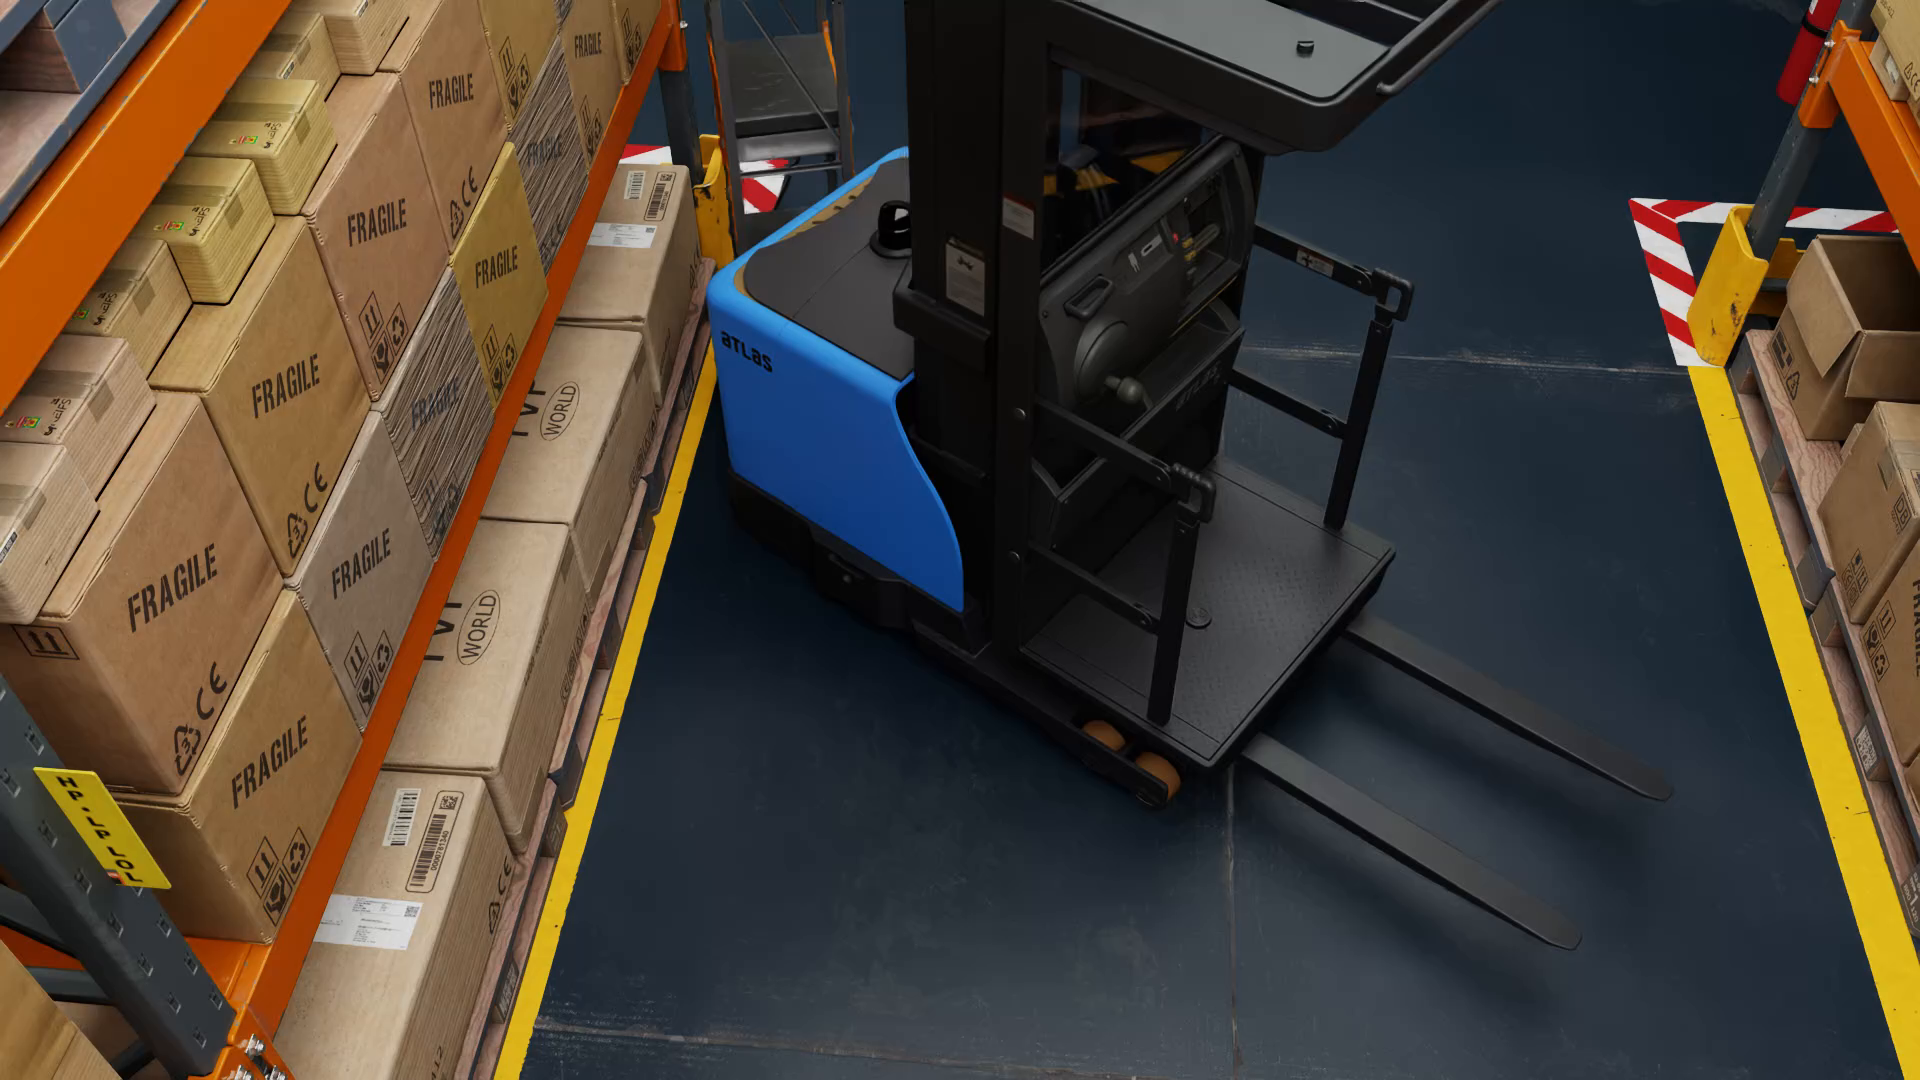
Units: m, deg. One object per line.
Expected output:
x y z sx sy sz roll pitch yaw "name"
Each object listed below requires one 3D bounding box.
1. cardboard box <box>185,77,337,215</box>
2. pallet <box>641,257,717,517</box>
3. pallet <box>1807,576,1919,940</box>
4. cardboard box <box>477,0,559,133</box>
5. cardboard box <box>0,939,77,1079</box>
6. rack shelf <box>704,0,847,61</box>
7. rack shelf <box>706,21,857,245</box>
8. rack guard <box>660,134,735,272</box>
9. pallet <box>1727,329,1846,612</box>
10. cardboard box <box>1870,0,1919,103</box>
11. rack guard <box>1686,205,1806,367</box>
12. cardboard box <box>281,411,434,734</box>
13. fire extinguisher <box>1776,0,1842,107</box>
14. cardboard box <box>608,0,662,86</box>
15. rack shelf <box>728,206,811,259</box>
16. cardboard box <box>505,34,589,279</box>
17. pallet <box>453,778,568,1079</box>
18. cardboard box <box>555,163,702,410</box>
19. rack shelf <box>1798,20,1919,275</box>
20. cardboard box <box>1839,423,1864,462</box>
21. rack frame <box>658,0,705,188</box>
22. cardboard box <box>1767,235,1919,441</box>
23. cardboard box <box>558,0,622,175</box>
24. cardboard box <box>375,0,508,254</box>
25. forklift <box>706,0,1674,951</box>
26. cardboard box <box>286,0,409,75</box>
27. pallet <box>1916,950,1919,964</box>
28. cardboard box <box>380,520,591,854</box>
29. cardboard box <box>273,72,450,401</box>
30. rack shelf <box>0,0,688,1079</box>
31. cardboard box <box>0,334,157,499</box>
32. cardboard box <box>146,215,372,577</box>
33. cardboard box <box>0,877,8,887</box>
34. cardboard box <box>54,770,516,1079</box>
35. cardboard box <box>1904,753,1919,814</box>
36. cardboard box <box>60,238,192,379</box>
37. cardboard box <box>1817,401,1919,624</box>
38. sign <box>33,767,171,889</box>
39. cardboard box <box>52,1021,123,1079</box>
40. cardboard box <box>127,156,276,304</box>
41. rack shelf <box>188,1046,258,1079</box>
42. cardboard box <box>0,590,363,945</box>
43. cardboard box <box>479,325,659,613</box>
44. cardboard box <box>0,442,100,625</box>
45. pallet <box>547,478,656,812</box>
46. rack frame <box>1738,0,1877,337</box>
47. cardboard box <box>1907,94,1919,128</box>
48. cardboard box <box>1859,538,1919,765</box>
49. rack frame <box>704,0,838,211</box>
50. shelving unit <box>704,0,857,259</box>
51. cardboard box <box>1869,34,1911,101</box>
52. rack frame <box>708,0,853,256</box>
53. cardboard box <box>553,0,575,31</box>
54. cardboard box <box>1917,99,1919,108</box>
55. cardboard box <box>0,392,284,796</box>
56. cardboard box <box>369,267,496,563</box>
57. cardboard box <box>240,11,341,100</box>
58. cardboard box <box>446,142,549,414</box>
-1.455 -0.772 3.238 0.380 0.149 0.250 3 48 2 "cardboard box"
-1.498 -0.621 6.175 1.003 0.211 1.213 4 48 4 "pallet"
3.248 0.654 5.009 1.003 0.211 1.213 4 48 4 "pallet"
-1.376 -1.406 4.258 0.500 0.500 0.500 4 48 3 "cardboard box"
-1.658 0.759 2.278 0.500 0.500 0.500 5 48 5 "cardboard box"
-0.598 -1.843 5.082 0.431 0.518 0.480 -8 48 -8 "rack shelf"
-0.598 -1.370 5.599 0.431 0.518 0.480 -8 48 -8 "rack shelf"
-1.500 -1.329 6.626 1.175 0.500 0.348 4 48 4 "rack guard"
3.362 -0.240 5.827 1.003 0.211 1.213 4 48 4 "pallet"
3.131 -1.558 5.042 0.500 0.250 0.500 4 48 4 "cardboard box"
3.434 -0.924 6.256 1.175 0.500 0.348 4 48 4 "rack guard"
-1.514 0.054 3.600 0.500 0.500 0.500 4 48 4 "cardboard box"
2.994 -1.811 5.678 0.296 0.674 0.183 4 48 4 "fire extinguisher"
-1.283 -1.816 5.310 0.500 0.500 0.500 4 48 4 "cardboard box"
-0.598 -0.898 6.115 0.431 0.518 0.480 -8 48 -8 "rack shelf"
-1.381 -1.070 4.628 0.500 0.500 0.500 5 48 5 "cardboard box"
-1.720 1.172 4.535 1.003 0.211 1.213 4 48 4 "pallet"
-1.463 -0.940 6.029 0.875 0.438 0.875 2 48 2 "cardboard box"
3.258 -0.111 4.306 1.077 0.370 4.000 4 48 4 "rack shelf"
3.213 -0.250 5.594 0.380 0.149 0.250 2 48 2 "cardboard box"
-1.503 -2.154 5.688 1.000 3.000 0.127 4 48 4 "rack frame"
3.291 -0.680 5.746 0.797 0.503 0.637 2 48 2 "cardboard box"
-1.344 -1.448 4.974 0.500 0.500 0.500 3 48 3 "cardboard box"
-1.424 -1.037 3.920 0.500 0.500 0.500 4 48 3 "cardboard box"
0.675 -0.635 4.345 3.031 2.935 1.130 31 55 25 "forklift"
-1.422 -1.138 3.573 0.380 0.149 0.250 4 48 4 "cardboard box"
3.140 1.552 4.187 1.003 0.211 1.213 4 48 4 "pallet"
-1.622 0.396 4.807 0.875 0.438 0.875 3 48 2 "cardboard box"
-1.472 -0.666 3.581 0.500 0.500 0.500 5 48 4 "cardboard box"
-1.685 -0.442 4.609 1.077 0.370 4.000 4 48 4 "rack shelf"
-1.573 -0.209 2.724 0.380 0.149 0.250 5 48 4 "cardboard box"
-1.530 -0.291 3.238 0.500 0.500 0.500 3 48 3 "cardboard box"
-2.079 0.393 3.290 0.500 0.500 0.500 4 48 4 "cardboard box"
-1.703 1.054 4.205 0.875 0.438 0.875 3 48 3 "cardboard box"
3.079 0.710 4.477 0.700 0.500 0.500 2 48 2 "cardboard box"
-1.591 -0.400 2.898 0.380 0.149 0.250 3 48 3 "cardboard box"
3.174 -0.053 5.175 0.700 0.500 0.500 6 48 5 "cardboard box"
-1.326 0.450 2.575 0.100 0.325 0.005 4 48 4 "sign"
-1.665 1.007 2.559 0.500 0.250 0.500 4 48 3 "cardboard box"
-1.508 -0.578 3.061 0.380 0.149 0.250 4 48 3 "cardboard box"
-2.049 2.497 1.921 1.077 0.370 4.000 4 48 4 "rack shelf"
-1.564 0.424 3.262 0.500 0.500 0.500 5 48 5 "cardboard box"
-1.538 -0.267 5.413 0.875 0.438 0.875 5 48 5 "cardboard box"
-1.580 -0.020 2.550 0.380 0.149 0.250 3 48 3 "cardboard box"
-1.611 0.274 5.357 1.003 0.211 1.213 4 48 4 "pallet"
3.441 -1.823 5.385 1.000 3.000 0.127 4 48 4 "rack frame"
3.160 -1.326 5.100 0.380 0.149 0.250 5 48 4 "cardboard box"
3.026 0.329 4.826 0.500 0.500 0.500 5 48 4 "cardboard box"
-0.645 -1.556 5.750 0.400 2.100 0.015 -8 48 -8 "rack frame"
-0.598 -1.380 5.589 0.431 2.100 0.503 -8 48 -8 "shelving unit"
3.138 -1.516 5.274 0.380 0.149 0.250 4 48 3 "cardboard box"
-0.550 -1.203 5.427 0.400 2.100 0.015 -8 48 -8 "rack frame"
-1.328 -1.769 4.590 0.500 0.500 0.500 4 48 4 "cardboard box"
3.085 -1.187 4.703 0.500 0.250 0.500 4 48 4 "cardboard box"
-1.583 0.080 2.899 0.500 0.500 0.500 4 48 4 "cardboard box"
-1.462 -0.311 3.934 0.500 0.500 0.500 4 48 4 "cardboard box"
-1.513 -0.962 3.412 0.380 0.149 0.250 4 48 3 "cardboard box"
-1.415 -0.689 4.280 0.500 0.500 0.500 5 48 5 "cardboard box"
